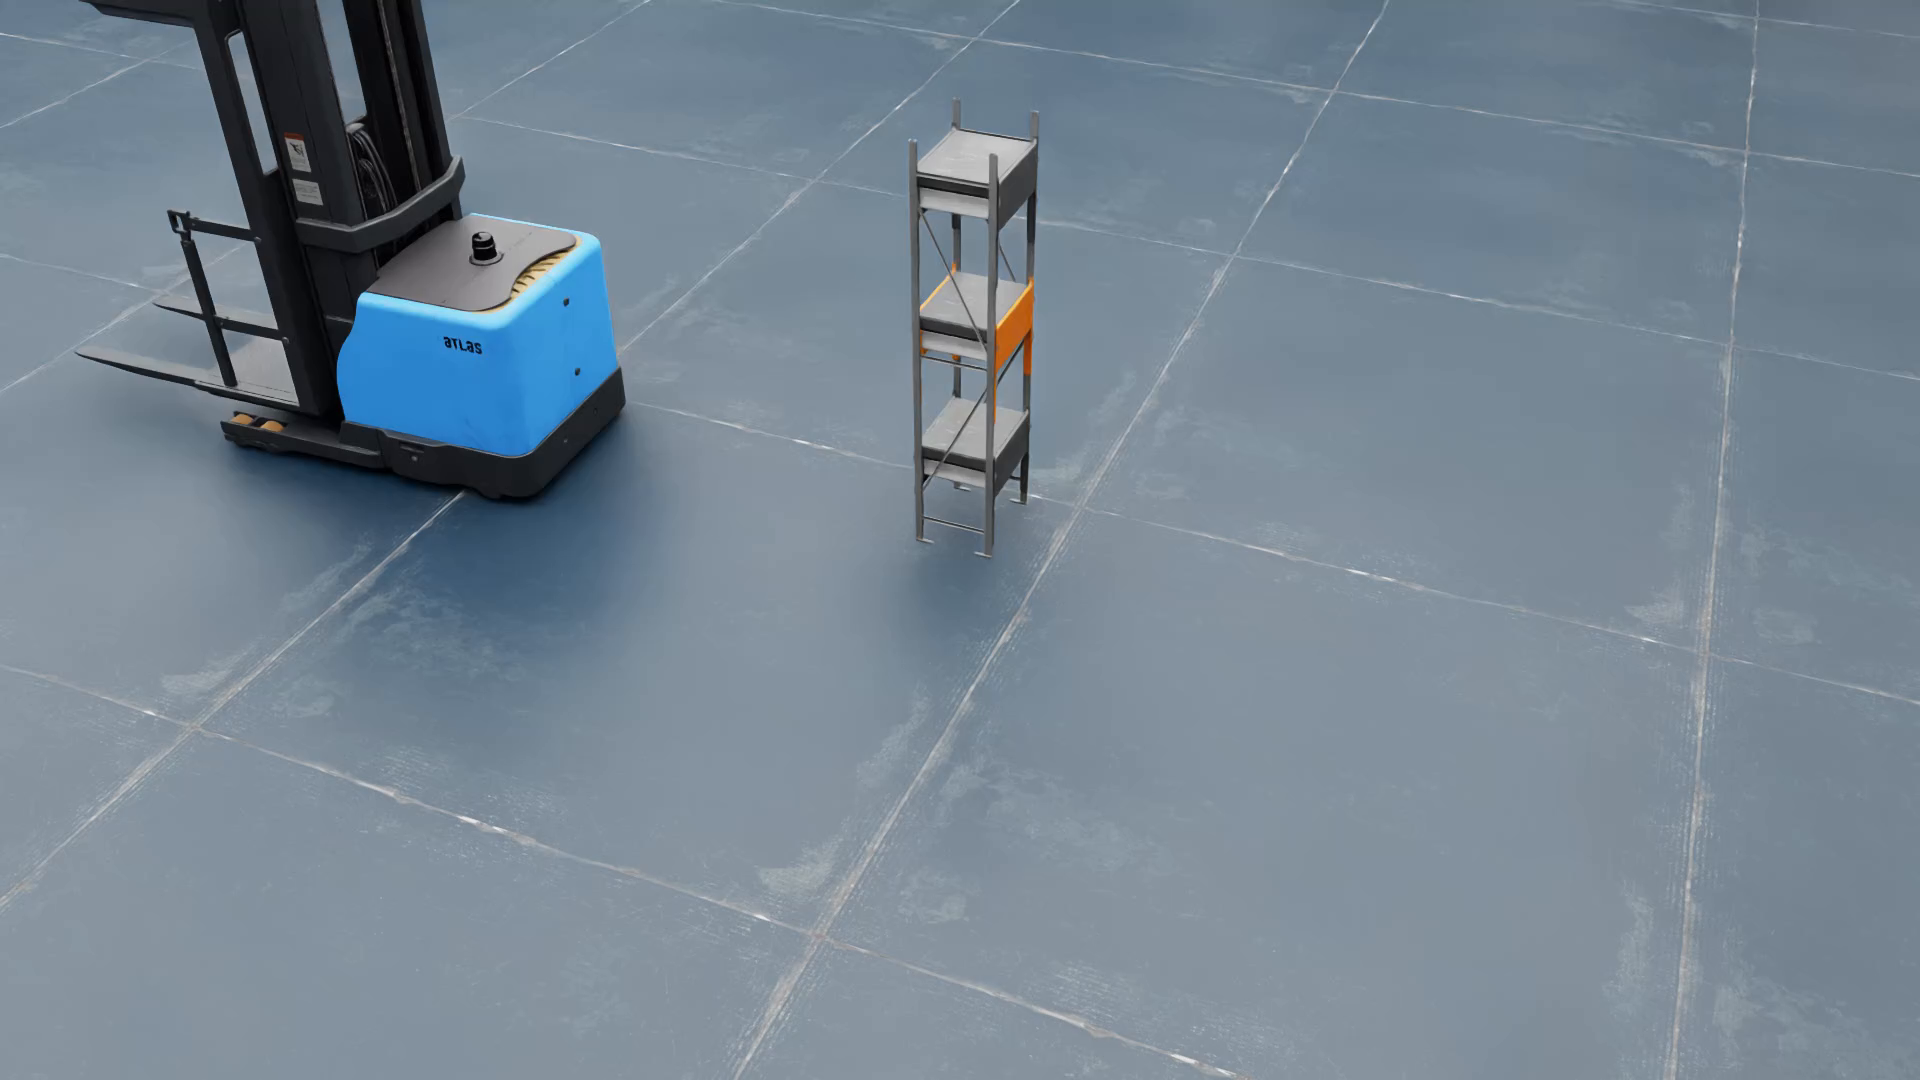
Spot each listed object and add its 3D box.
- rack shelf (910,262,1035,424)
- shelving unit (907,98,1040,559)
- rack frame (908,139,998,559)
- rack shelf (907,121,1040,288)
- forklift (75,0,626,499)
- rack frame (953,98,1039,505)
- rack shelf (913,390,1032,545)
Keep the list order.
[{"bbox_3d":[0.063,-0.922,7.752,0.431,0.518,0.480,14,39,18],"label":"rack shelf"},{"bbox_3d":[0.063,-0.933,7.744,0.431,2.100,0.503,14,39,18],"label":"shelving unit"},{"bbox_3d":[-0.030,-0.798,7.563,0.400,2.100,0.015,14,39,18],"label":"rack frame"},{"bbox_3d":[0.063,-1.482,7.333,0.431,0.518,0.480,14,39,18],"label":"rack shelf"},{"bbox_3d":[-3.409,-1.922,8.374,3.031,2.935,1.130,12,39,16],"label":"forklift"},{"bbox_3d":[0.156,-1.068,7.925,0.400,2.100,0.015,14,39,18],"label":"rack frame"},{"bbox_3d":[0.063,-0.361,8.171,0.431,0.518,0.480,14,39,18],"label":"rack shelf"}]
